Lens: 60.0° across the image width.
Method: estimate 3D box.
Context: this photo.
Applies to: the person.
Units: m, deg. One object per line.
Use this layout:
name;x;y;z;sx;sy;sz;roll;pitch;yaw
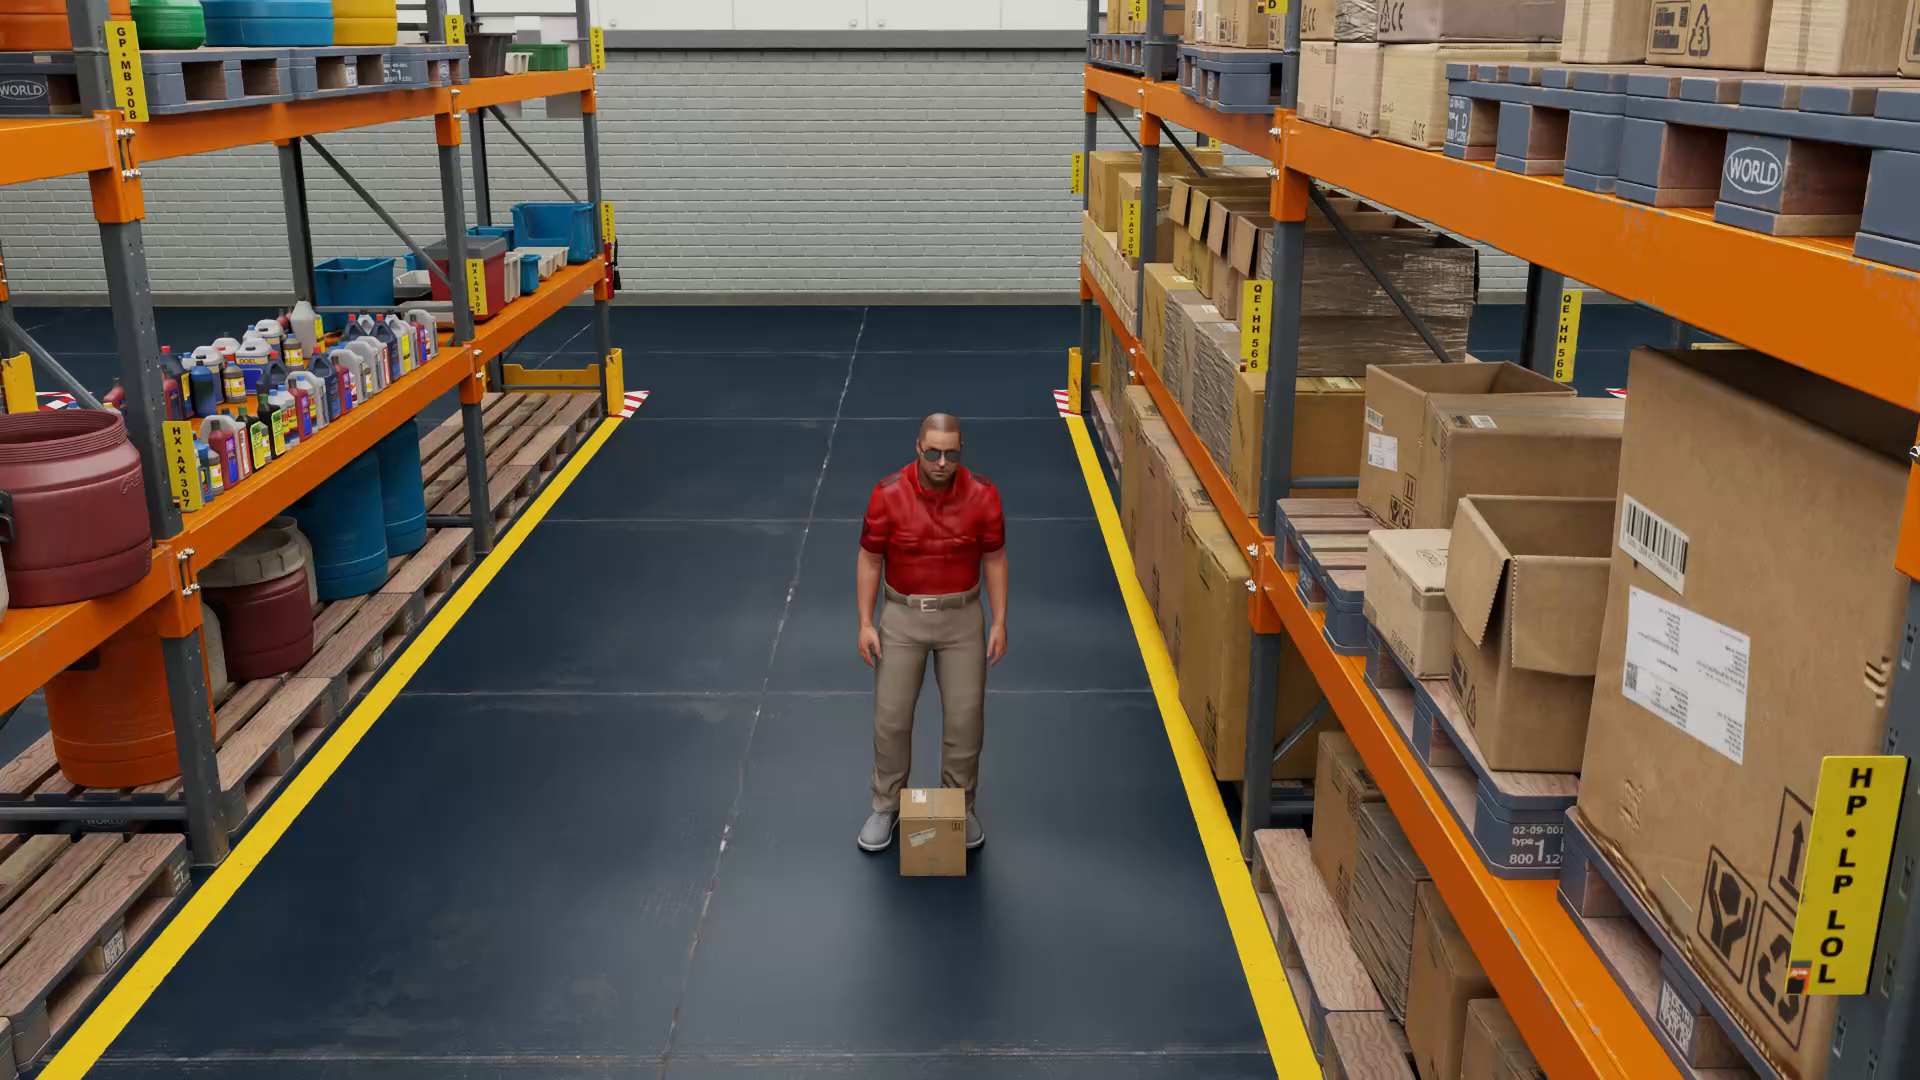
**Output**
person;-0.109;0.344;6.443;0.604;1.726;0.394;-1;17;-4
